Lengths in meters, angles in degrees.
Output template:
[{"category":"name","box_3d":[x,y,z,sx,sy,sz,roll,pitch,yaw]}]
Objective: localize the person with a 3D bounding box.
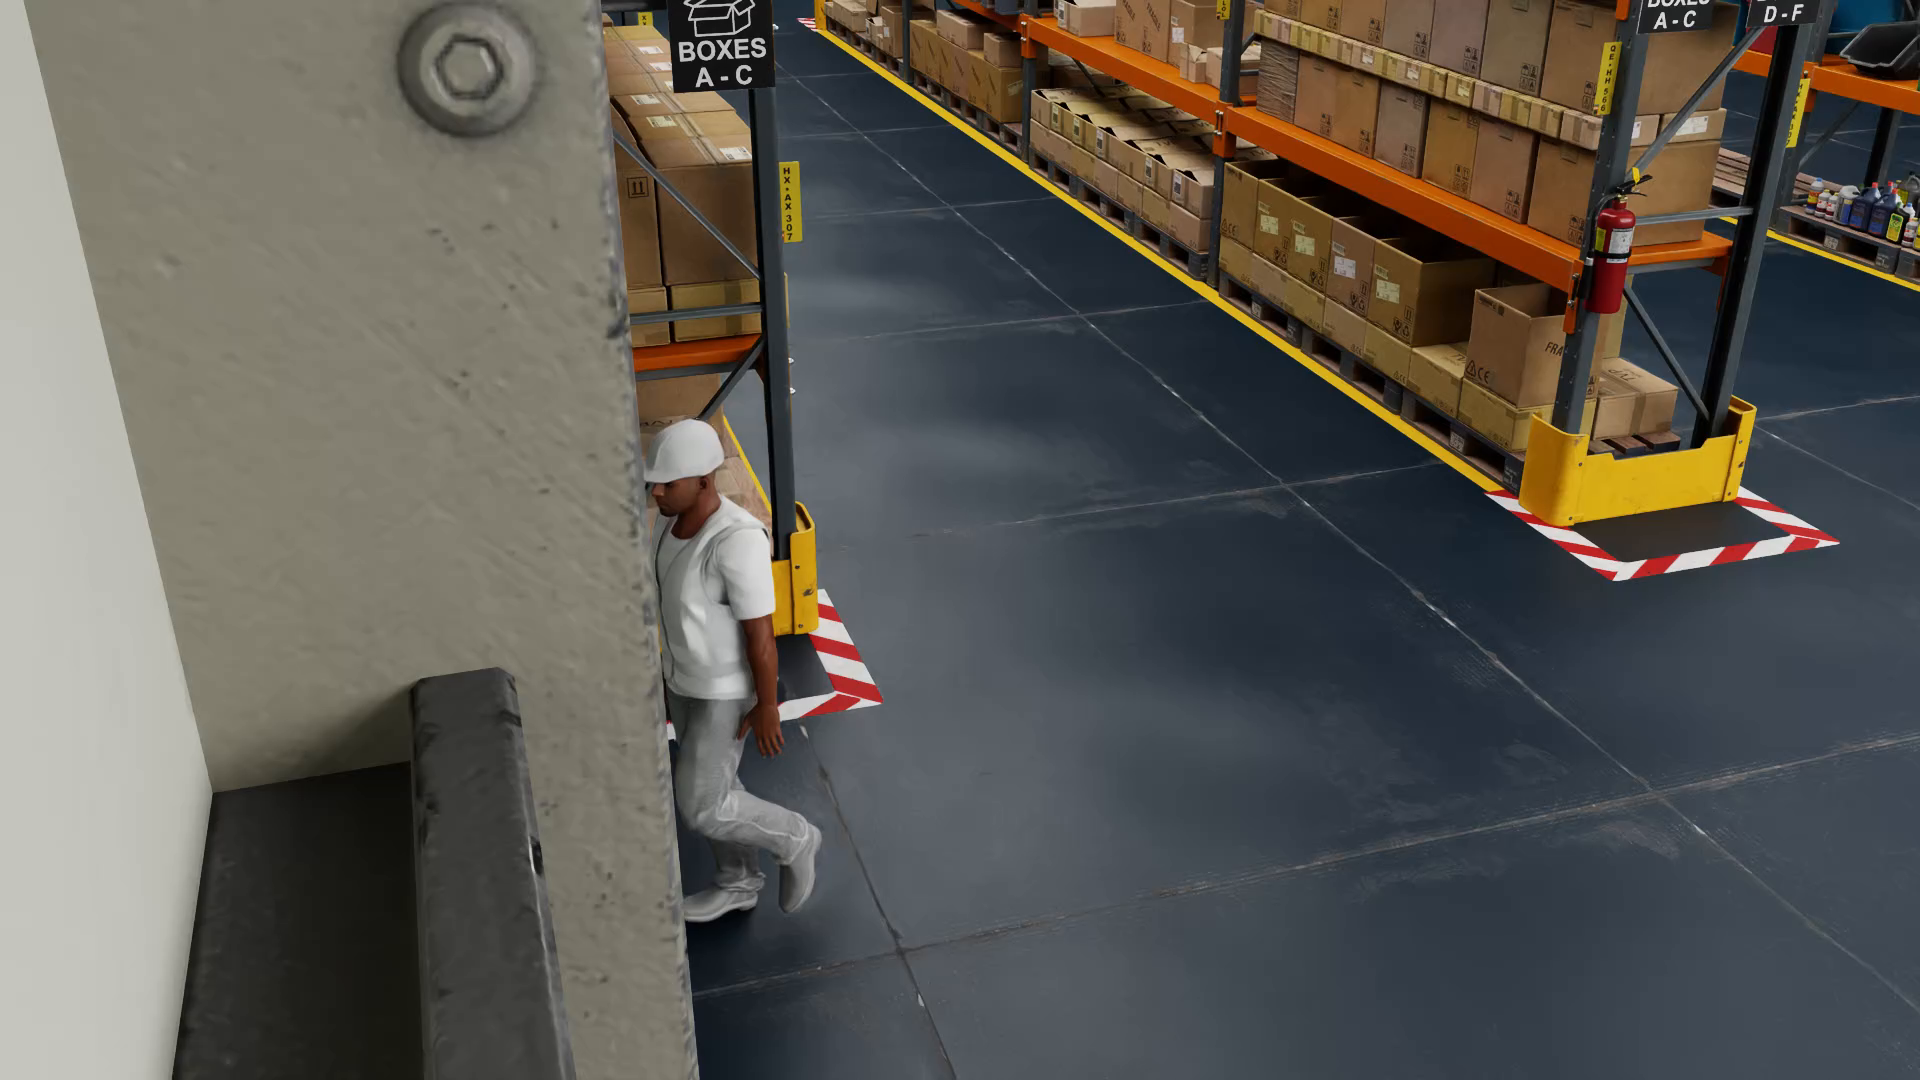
[{"category":"person","box_3d":[-0.833,0.465,5.332,0.468,1.769,0.614,-17,31,-30]}]
